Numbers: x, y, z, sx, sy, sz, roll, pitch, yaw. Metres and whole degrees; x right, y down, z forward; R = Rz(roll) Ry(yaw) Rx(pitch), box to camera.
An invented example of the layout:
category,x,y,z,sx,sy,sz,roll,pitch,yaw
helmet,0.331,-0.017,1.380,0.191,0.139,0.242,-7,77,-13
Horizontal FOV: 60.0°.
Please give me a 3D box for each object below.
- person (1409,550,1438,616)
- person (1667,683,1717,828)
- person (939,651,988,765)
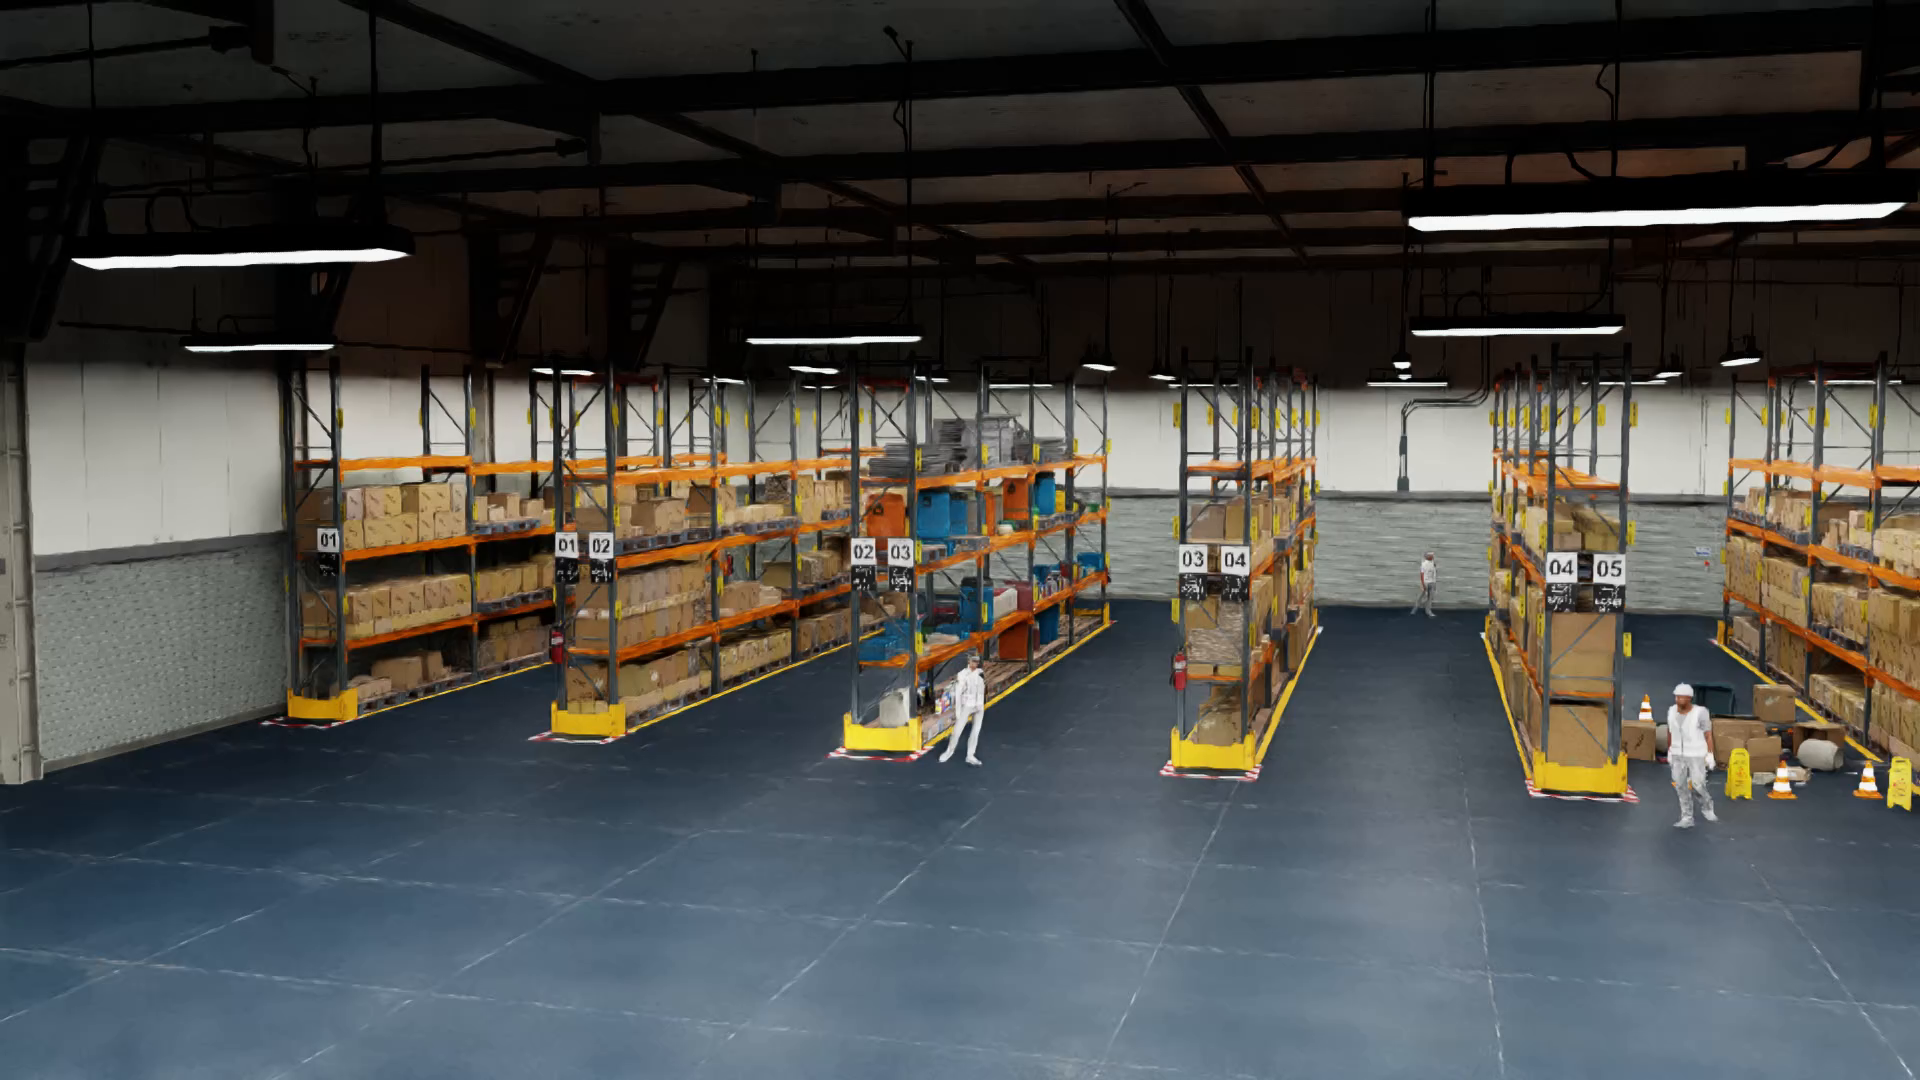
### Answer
category,x,y,z,sx,sy,sz,roll,pitch,yaw
person,11.723,1.087,42.079,0.666,1.669,0.477,-2,5,-29
person,8.949,2.627,20.339,0.572,1.778,0.600,-3,5,-39
person,0.051,2.414,23.998,0.670,1.663,0.499,-2,5,-26
